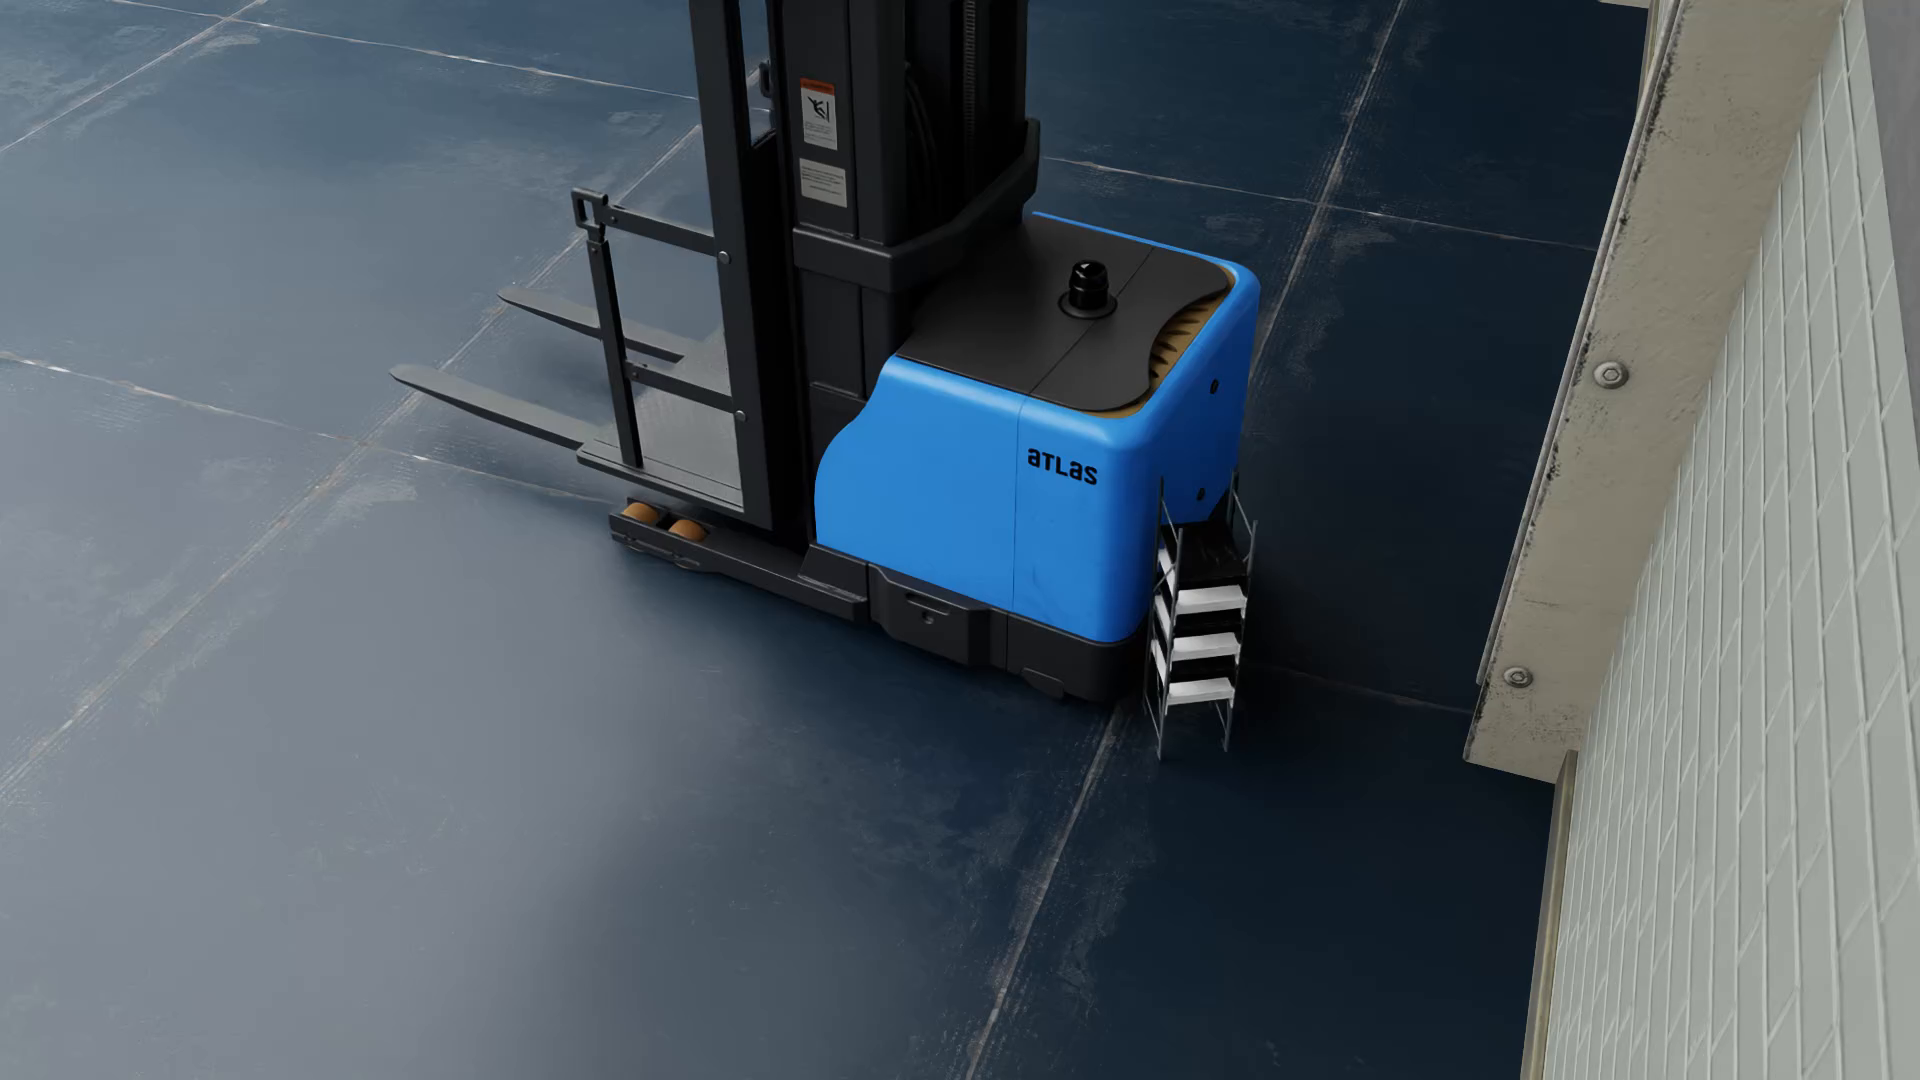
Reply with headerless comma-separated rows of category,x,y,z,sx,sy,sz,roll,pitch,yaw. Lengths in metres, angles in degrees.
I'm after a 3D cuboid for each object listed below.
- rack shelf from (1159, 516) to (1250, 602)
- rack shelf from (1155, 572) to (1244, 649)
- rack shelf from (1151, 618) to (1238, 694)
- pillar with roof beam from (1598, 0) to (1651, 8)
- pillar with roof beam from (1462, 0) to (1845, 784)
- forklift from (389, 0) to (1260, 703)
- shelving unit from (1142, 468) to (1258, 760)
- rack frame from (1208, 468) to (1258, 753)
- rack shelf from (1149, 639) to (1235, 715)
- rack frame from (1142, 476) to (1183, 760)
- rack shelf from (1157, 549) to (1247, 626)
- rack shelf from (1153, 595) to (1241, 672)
rack shelf,0.674,0.052,4.628,0.200,0.077,0.258,-6,41,-5
rack shelf,0.677,0.188,4.746,0.200,0.077,0.258,-6,41,-5
rack shelf,0.679,0.324,4.863,0.200,0.077,0.258,-6,41,-5
pillar with roof beam,-0.277,-7.466,7.568,9.100,9.000,0.400,13,42,15
pillar with roof beam,-2.329,-3.807,3.279,9.100,9.000,0.400,13,42,15
forklift,-0.615,-1.300,5.015,3.031,2.935,1.130,19,44,21
shelving unit,0.678,0.231,4.783,0.210,0.900,0.258,-6,41,-5
rack frame,0.778,0.221,4.792,0.006,0.900,0.240,-6,41,-5
rack shelf,0.681,0.393,4.922,0.200,0.077,0.258,-6,41,-5
rack frame,0.577,0.241,4.773,0.006,0.900,0.240,-6,41,-5
rack shelf,0.675,0.120,4.687,0.200,0.077,0.258,-6,41,-5
rack shelf,0.678,0.256,4.804,0.200,0.077,0.258,-6,41,-5
